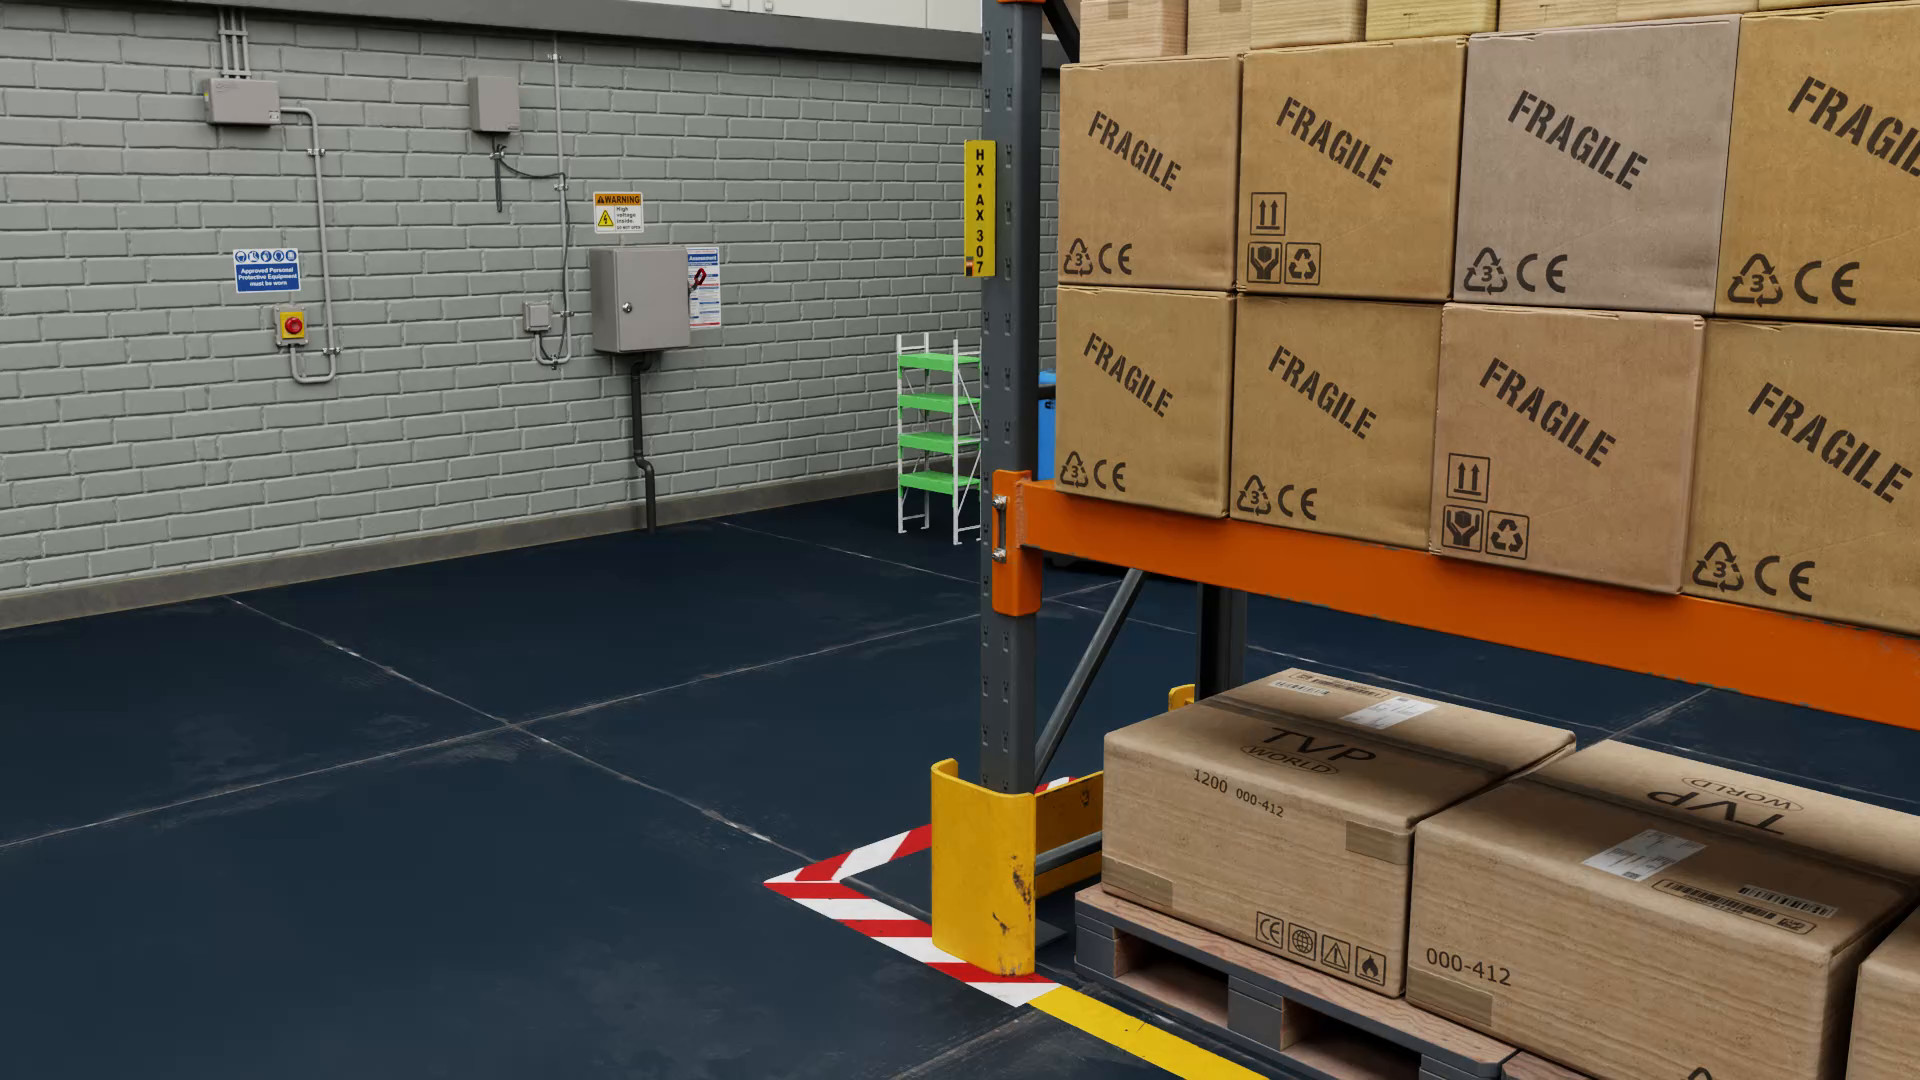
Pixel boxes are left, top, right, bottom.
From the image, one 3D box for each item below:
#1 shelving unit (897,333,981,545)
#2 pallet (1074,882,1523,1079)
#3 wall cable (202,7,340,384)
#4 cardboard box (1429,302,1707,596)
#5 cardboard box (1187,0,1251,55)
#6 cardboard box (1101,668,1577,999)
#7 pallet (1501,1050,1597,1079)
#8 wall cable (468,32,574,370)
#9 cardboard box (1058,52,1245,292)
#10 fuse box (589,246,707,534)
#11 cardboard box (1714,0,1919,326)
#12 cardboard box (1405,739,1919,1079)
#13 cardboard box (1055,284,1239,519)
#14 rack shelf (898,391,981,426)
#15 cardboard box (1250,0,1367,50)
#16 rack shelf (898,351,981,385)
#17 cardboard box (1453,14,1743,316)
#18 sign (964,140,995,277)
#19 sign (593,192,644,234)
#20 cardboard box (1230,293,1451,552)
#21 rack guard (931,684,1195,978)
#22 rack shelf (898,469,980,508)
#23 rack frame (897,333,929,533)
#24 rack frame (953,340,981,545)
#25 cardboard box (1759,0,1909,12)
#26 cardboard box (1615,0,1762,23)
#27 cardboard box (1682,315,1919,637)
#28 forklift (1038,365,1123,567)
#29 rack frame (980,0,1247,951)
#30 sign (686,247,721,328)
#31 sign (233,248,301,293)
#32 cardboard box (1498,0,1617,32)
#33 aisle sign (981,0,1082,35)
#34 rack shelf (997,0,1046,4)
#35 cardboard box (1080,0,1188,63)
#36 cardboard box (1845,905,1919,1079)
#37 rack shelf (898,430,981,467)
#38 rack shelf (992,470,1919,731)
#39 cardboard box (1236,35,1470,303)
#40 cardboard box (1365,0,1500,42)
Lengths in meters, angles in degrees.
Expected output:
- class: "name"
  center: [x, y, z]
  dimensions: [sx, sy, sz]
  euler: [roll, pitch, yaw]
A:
- class: "shelving unit"
  center: [-0.114, -0.612, 9.908]
  dimensions: [0.258, 1.200, 0.503]
  euler: [-11, 16, -43]
- class: "pallet"
  center: [1.063, 1.051, 4.290]
  dimensions: [1.003, 0.211, 1.213]
  euler: [-11, 16, -43]
- class: "wall cable"
  center: [-3.457, -1.754, 8.395]
  dimensions: [0.585, 1.953, 0.123]
  euler: [-11, 16, -43]
- class: "cardboard box"
  center: [1.286, -0.213, 3.265]
  dimensions: [0.500, 0.500, 0.500]
  euler: [-11, 16, -43]
- class: "cardboard box"
  center: [0.732, -1.159, 3.769]
  dimensions: [0.380, 0.149, 0.250]
  euler: [-10, 16, -41]
- class: "cardboard box"
  center: [0.982, 0.711, 4.338]
  dimensions: [0.875, 0.438, 0.875]
  euler: [11, 16, 43]
- class: "pallet"
  center: [1.901, 1.228, 3.426]
  dimensions: [1.003, 0.211, 1.213]
  euler: [-11, 16, -43]
- class: "wall cable"
  center: [-2.439, -1.938, 9.365]
  dimensions: [0.588, 1.984, 0.122]
  euler: [-11, 16, -43]
- class: "cardboard box"
  center: [0.580, -0.850, 3.878]
  dimensions: [0.500, 0.500, 0.500]
  euler: [-11, 16, -44]
- class: "fuse box"
  center: [-1.837, -0.881, 9.948]
  dimensions: [0.539, 1.711, 0.414]
  euler: [-11, 16, -43]
- class: "cardboard box"
  center: [1.648, -0.629, 2.805]
  dimensions: [0.500, 0.500, 0.500]
  euler: [-11, 16, -42]
- class: "cardboard box"
  center: [1.620, 0.843, 3.695]
  dimensions: [0.875, 0.438, 0.875]
  euler: [-10, 16, -41]
- class: "cardboard box"
  center: [0.578, -0.360, 3.977]
  dimensions: [0.500, 0.500, 0.500]
  euler: [-11, 16, -43]
- class: "rack shelf"
  center: [-0.114, -0.784, 9.872]
  dimensions: [0.258, 0.148, 0.480]
  euler: [-11, 16, -43]
- class: "cardboard box"
  center: [0.828, -1.105, 3.507]
  dimensions: [0.380, 0.149, 0.250]
  euler: [-10, 15, -41]
- class: "rack shelf"
  center: [-0.114, -1.019, 9.824]
  dimensions: [0.258, 0.148, 0.480]
  euler: [-11, 16, -43]
- class: "cardboard box"
  center: [1.303, -0.702, 3.157]
  dimensions: [0.500, 0.500, 0.500]
  euler: [-11, 16, -43]
- class: "sign"
  center: [0.049, -0.807, 4.055]
  dimensions: [0.100, 0.325, 0.005]
  euler: [-11, 16, -43]
- class: "sign"
  center: [-2.020, -1.939, 9.844]
  dimensions: [0.339, 0.242, 0.001]
  euler: [-11, 16, -43]
- class: "cardboard box"
  center: [0.947, -0.290, 3.638]
  dimensions: [0.500, 0.500, 0.500]
  euler: [-11, 16, -43]
- class: "rack guard"
  center: [0.438, 0.800, 4.791]
  dimensions: [1.175, 0.500, 0.348]
  euler: [-11, 16, -43]
- class: "rack shelf"
  center: [-0.114, -0.314, 9.969]
  dimensions: [0.258, 0.148, 0.480]
  euler: [-11, 16, -43]
- class: "rack frame"
  center: [-0.283, -0.647, 10.080]
  dimensions: [0.240, 1.200, 0.015]
  euler: [-11, 16, -43]
- class: "rack frame"
  center: [0.054, -0.576, 9.735]
  dimensions: [0.240, 1.200, 0.015]
  euler: [-11, 16, -43]
- class: "cardboard box"
  center: [1.540, -0.955, 2.780]
  dimensions: [0.250, 0.149, 0.380]
  euler: [11, 16, 44]
- class: "cardboard box"
  center: [1.384, -0.996, 2.978]
  dimensions: [0.380, 0.149, 0.250]
  euler: [-11, 16, -42]
- class: "cardboard box"
  center: [1.644, -0.143, 2.922]
  dimensions: [0.500, 0.500, 0.500]
  euler: [-10, 15, -41]
- class: "forklift"
  center: [1.929, -1.245, 8.692]
  dimensions: [3.031, 2.935, 1.130]
  euler: [5, 13, 25]
- class: "rack frame"
  center: [0.454, -0.421, 4.522]
  dimensions: [1.000, 3.000, 0.127]
  euler: [-11, 16, -43]
- class: "sign"
  center: [-1.622, -1.565, 10.308]
  dimensions: [0.329, 0.494, 0.001]
  euler: [-11, 16, -43]
- class: "sign"
  center: [-3.534, -1.375, 8.484]
  dimensions: [0.327, 0.218, 0.001]
  euler: [-11, 16, -43]
- class: "cardboard box"
  center: [1.242, -1.038, 3.183]
  dimensions: [0.380, 0.149, 0.250]
  euler: [-11, 16, -42]
- class: "aisle sign"
  center: [0.195, -1.664, 4.114]
  dimensions: [0.394, 0.787, 0.004]
  euler: [-11, 16, -43]
- class: "rack shelf"
  center: [1.835, -1.246, 2.875]
  dimensions: [1.077, 0.370, 4.000]
  euler: [-11, 16, -43]
- class: "cardboard box"
  center: [0.499, -1.187, 3.907]
  dimensions: [0.380, 0.149, 0.250]
  euler: [-10, 16, -41]
- class: "cardboard box"
  center: [2.242, 0.975, 3.056]
  dimensions: [0.875, 0.438, 0.875]
  euler: [11, 16, 43]
- class: "rack shelf"
  center: [-0.114, -0.549, 9.921]
  dimensions: [0.258, 0.148, 0.480]
  euler: [-11, 16, -43]
- class: "rack shelf"
  center: [1.835, 0.223, 3.178]
  dimensions: [1.077, 0.370, 4.000]
  euler: [-11, 16, -43]
- class: "cardboard box"
  center: [0.941, -0.776, 3.517]
  dimensions: [0.500, 0.500, 0.500]
  euler: [11, 16, 44]
- class: "cardboard box"
  center: [1.023, -1.069, 3.333]
  dimensions: [0.250, 0.149, 0.380]
  euler: [11, 16, 43]
